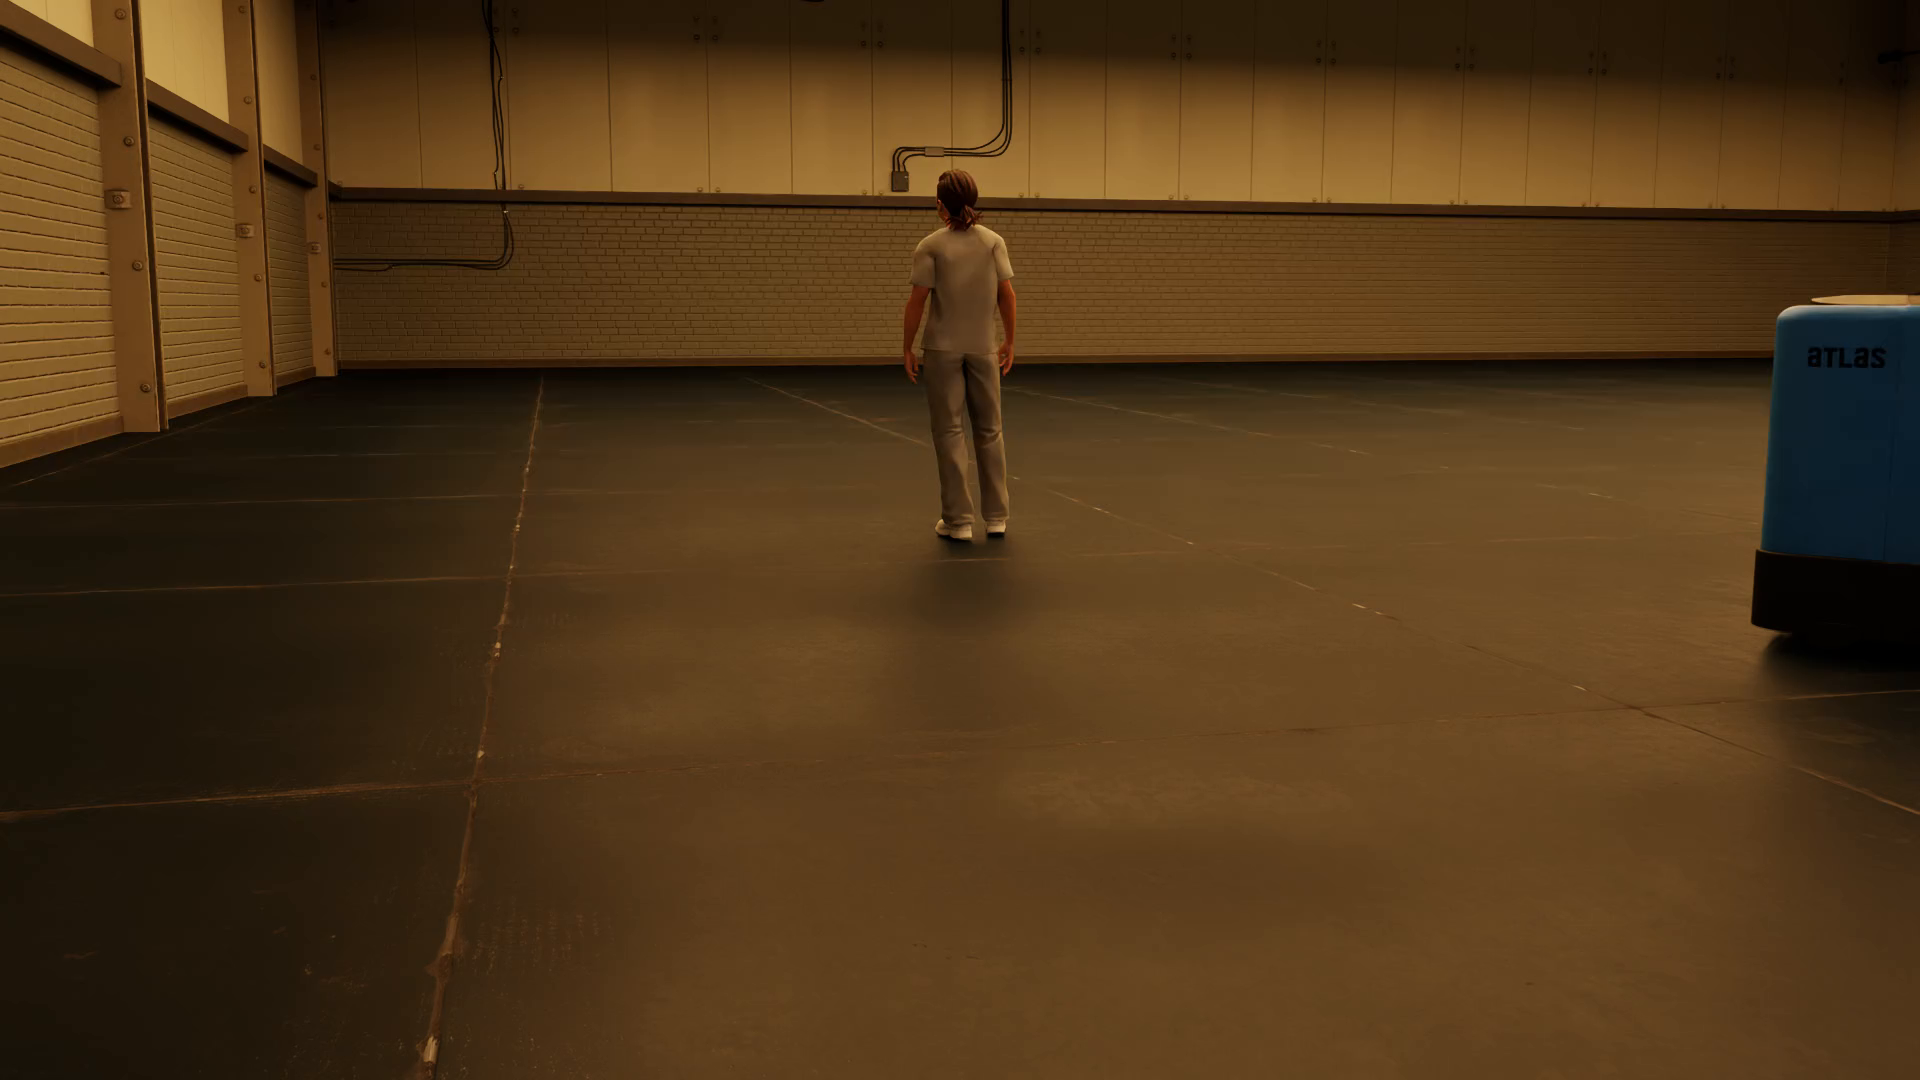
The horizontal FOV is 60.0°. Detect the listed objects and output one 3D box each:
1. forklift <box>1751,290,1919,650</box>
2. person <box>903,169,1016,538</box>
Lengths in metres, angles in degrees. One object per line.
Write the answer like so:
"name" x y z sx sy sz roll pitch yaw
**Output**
"forklift" 3.989 -1.036 4.539 3.031 2.935 1.130 6 10 37
"person" -0.004 -0.847 7.664 0.549 1.675 0.549 -2 8 -13
